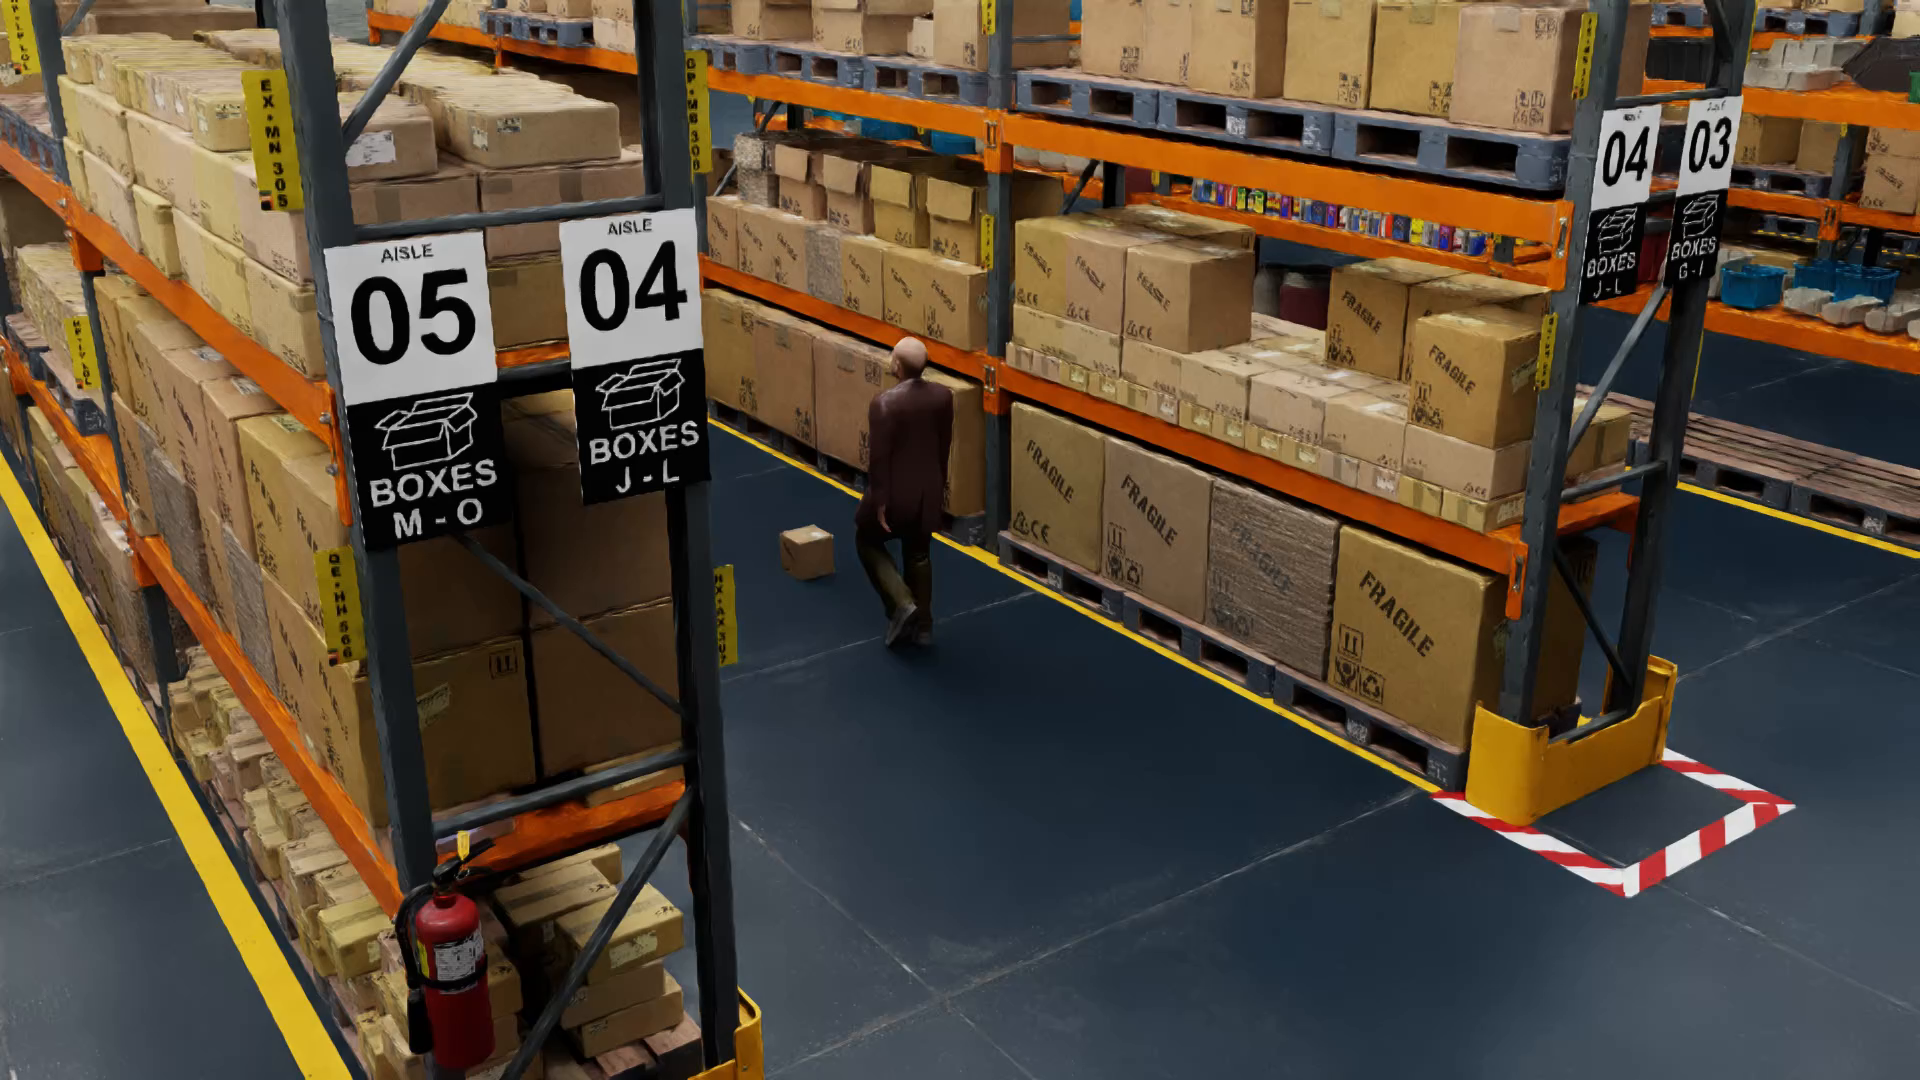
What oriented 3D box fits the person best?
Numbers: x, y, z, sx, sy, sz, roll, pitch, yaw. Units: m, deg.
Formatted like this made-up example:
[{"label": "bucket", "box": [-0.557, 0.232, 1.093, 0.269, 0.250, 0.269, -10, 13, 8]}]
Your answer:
[{"label": "person", "box": [-0.303, -0.264, 9.244, 0.571, 1.783, 0.518, -13, 24, -29]}]
